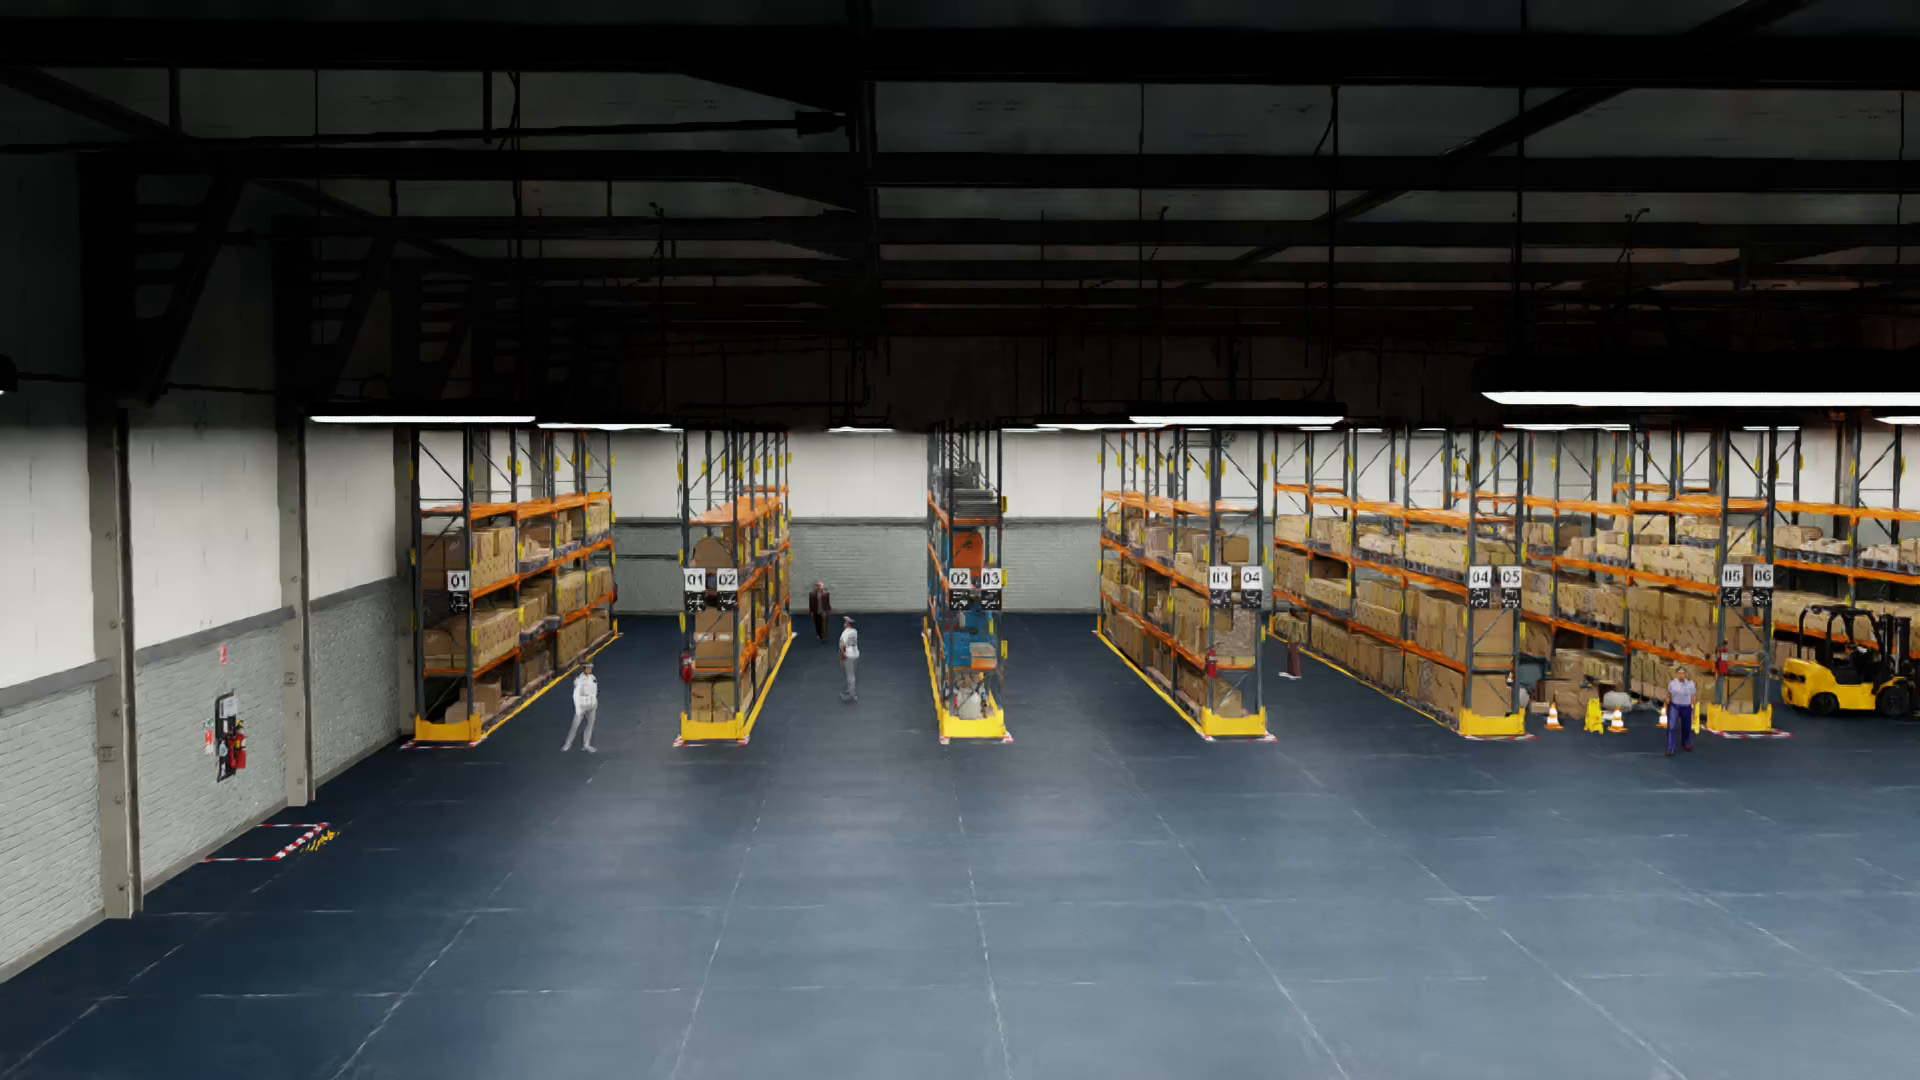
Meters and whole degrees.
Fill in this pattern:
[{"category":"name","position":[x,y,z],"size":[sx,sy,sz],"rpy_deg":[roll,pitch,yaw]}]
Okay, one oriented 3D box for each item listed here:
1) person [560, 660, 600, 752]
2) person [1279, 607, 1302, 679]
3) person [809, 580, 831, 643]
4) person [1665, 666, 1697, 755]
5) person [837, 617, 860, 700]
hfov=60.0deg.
[{"category":"person","position":[-6.836,2.986,29.852],"size":[0.489,1.665,0.668],"rpy_deg":[3,5,43]},{"category":"person","position":[7.721,2.390,38.778],"size":[0.569,1.665,0.534],"rpy_deg":[2,4,24]},{"category":"person","position":[-3.850,1.935,45.636],"size":[0.598,1.698,1.193],"rpy_deg":[0,4,0]},{"category":"person","position":[12.891,3.025,29.734],"size":[0.526,1.589,0.947],"rpy_deg":[1,4,21]},{"category":"person","position":[-2.419,2.539,35.909],"size":[0.562,1.751,0.623],"rpy_deg":[2,4,25]}]
